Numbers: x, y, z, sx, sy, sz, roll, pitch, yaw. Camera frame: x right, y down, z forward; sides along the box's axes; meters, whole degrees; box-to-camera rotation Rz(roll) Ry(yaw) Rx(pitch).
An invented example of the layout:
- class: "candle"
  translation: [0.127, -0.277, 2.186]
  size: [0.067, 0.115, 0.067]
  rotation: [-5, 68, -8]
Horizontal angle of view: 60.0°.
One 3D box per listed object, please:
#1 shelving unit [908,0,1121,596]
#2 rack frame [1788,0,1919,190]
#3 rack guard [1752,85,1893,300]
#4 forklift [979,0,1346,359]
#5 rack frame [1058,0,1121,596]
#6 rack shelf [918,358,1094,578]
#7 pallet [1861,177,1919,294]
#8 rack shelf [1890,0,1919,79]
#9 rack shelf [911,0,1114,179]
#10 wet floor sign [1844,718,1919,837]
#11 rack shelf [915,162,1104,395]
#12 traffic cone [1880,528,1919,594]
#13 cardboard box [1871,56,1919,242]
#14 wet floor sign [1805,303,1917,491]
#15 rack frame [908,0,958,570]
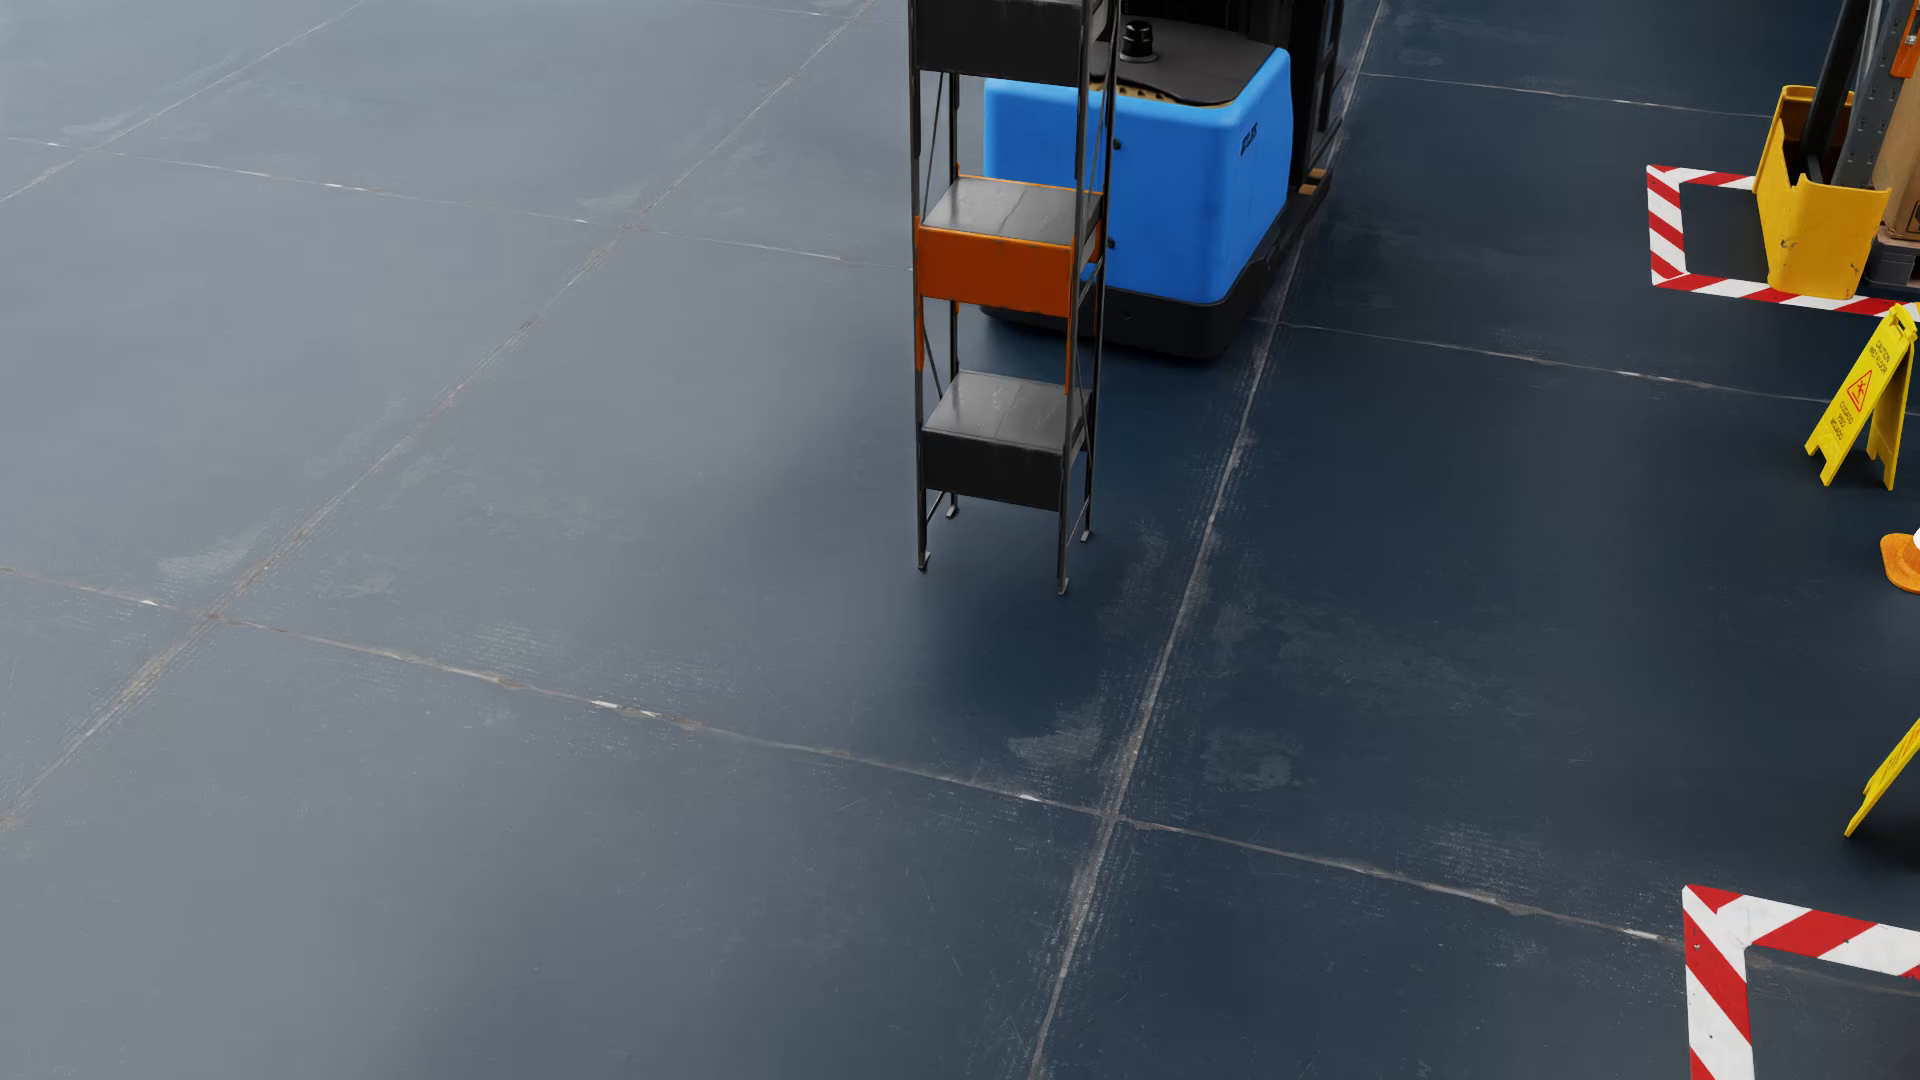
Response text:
- class: "shelving unit"
  translation: [0.158, -0.816, 5.088]
  size: [0.503, 2.100, 0.431]
  rotation: [10, 38, 14]
- class: "rack frame"
  translation: [3.877, -2.585, 6.732]
  size: [0.127, 3.000, 1.000]
  rotation: [10, 38, 14]
- class: "rack guard"
  translation: [3.854, -1.583, 7.479]
  size: [0.348, 0.500, 1.175]
  rotation: [10, 38, 14]
- class: "forklift"
  translation: [1.127, -2.768, 7.038]
  size: [1.130, 2.935, 3.031]
  rotation: [14, 39, 19]
- class: "rack frame"
  translation: [0.391, -0.773, 5.029]
  size: [0.015, 2.100, 0.400]
  rotation: [10, 38, 14]
- class: "rack shelf"
  translation: [0.158, -0.242, 5.511]
  size: [0.480, 0.518, 0.431]
  rotation: [10, 38, 14]
- class: "pallet"
  translation: [4.663, -1.365, 7.427]
  size: [1.213, 0.211, 1.003]
  rotation: [10, 38, 14]
- class: "rack shelf"
  translation: [5.786, -1.942, 6.465]
  size: [4.000, 0.370, 1.077]
  rotation: [10, 38, 14]
- class: "rack shelf"
  translation: [0.158, -1.369, 4.681]
  size: [0.480, 0.518, 0.431]
  rotation: [10, 38, 14]
- class: "wet floor sign"
  translation: [2.635, 0.542, 4.469]
  size: [0.232, 0.644, 0.267]
  rotation: [24, 43, 29]
- class: "rack shelf"
  translation: [0.158, -0.805, 5.096]
  size: [0.480, 0.518, 0.431]
  rotation: [10, 38, 14]
- class: "traffic cone"
  translation: [3.299, -0.087, 5.478]
  size: [0.334, 0.463, 0.336]
  rotation: [10, 38, 14]
- class: "cardboard box"
  translation: [4.544, -1.816, 7.125]
  size: [0.875, 0.875, 0.875]
  rotation: [11, 38, 14]
- class: "wet floor sign"
  translation: [3.259, -0.522, 5.915]
  size: [0.232, 0.644, 0.267]
  rotation: [4, 37, 6]
- class: "rack frame"
  translation: [-0.075, -0.860, 5.146]
  size: [0.015, 2.100, 0.400]
  rotation: [10, 38, 14]
